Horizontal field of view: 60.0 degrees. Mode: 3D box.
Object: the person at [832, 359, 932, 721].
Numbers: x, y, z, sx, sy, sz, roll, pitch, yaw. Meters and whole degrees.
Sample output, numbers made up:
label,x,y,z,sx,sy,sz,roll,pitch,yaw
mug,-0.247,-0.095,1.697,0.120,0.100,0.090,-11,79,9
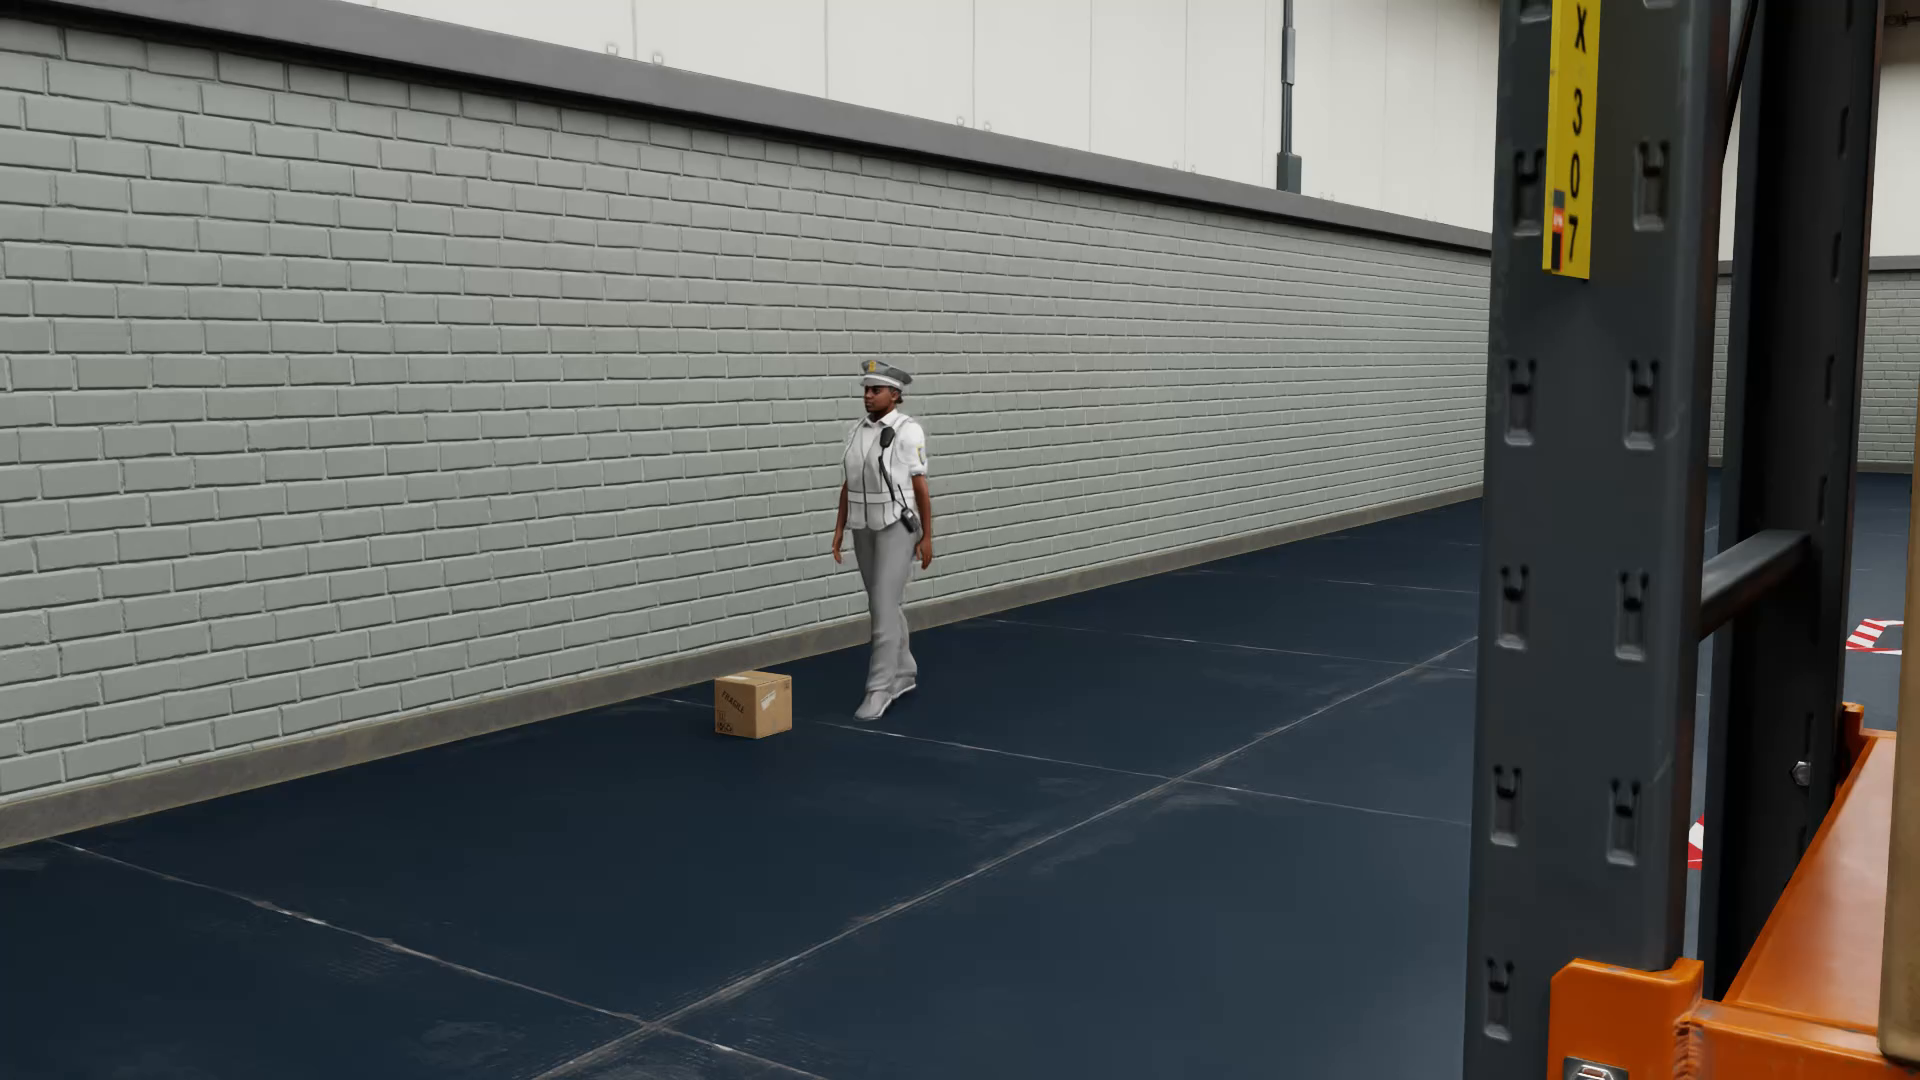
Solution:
label,x,y,z,sx,sy,sz,roll,pitch,yaw
person,-0.421,-0.020,8.096,0.463,1.704,0.637,5,8,39
